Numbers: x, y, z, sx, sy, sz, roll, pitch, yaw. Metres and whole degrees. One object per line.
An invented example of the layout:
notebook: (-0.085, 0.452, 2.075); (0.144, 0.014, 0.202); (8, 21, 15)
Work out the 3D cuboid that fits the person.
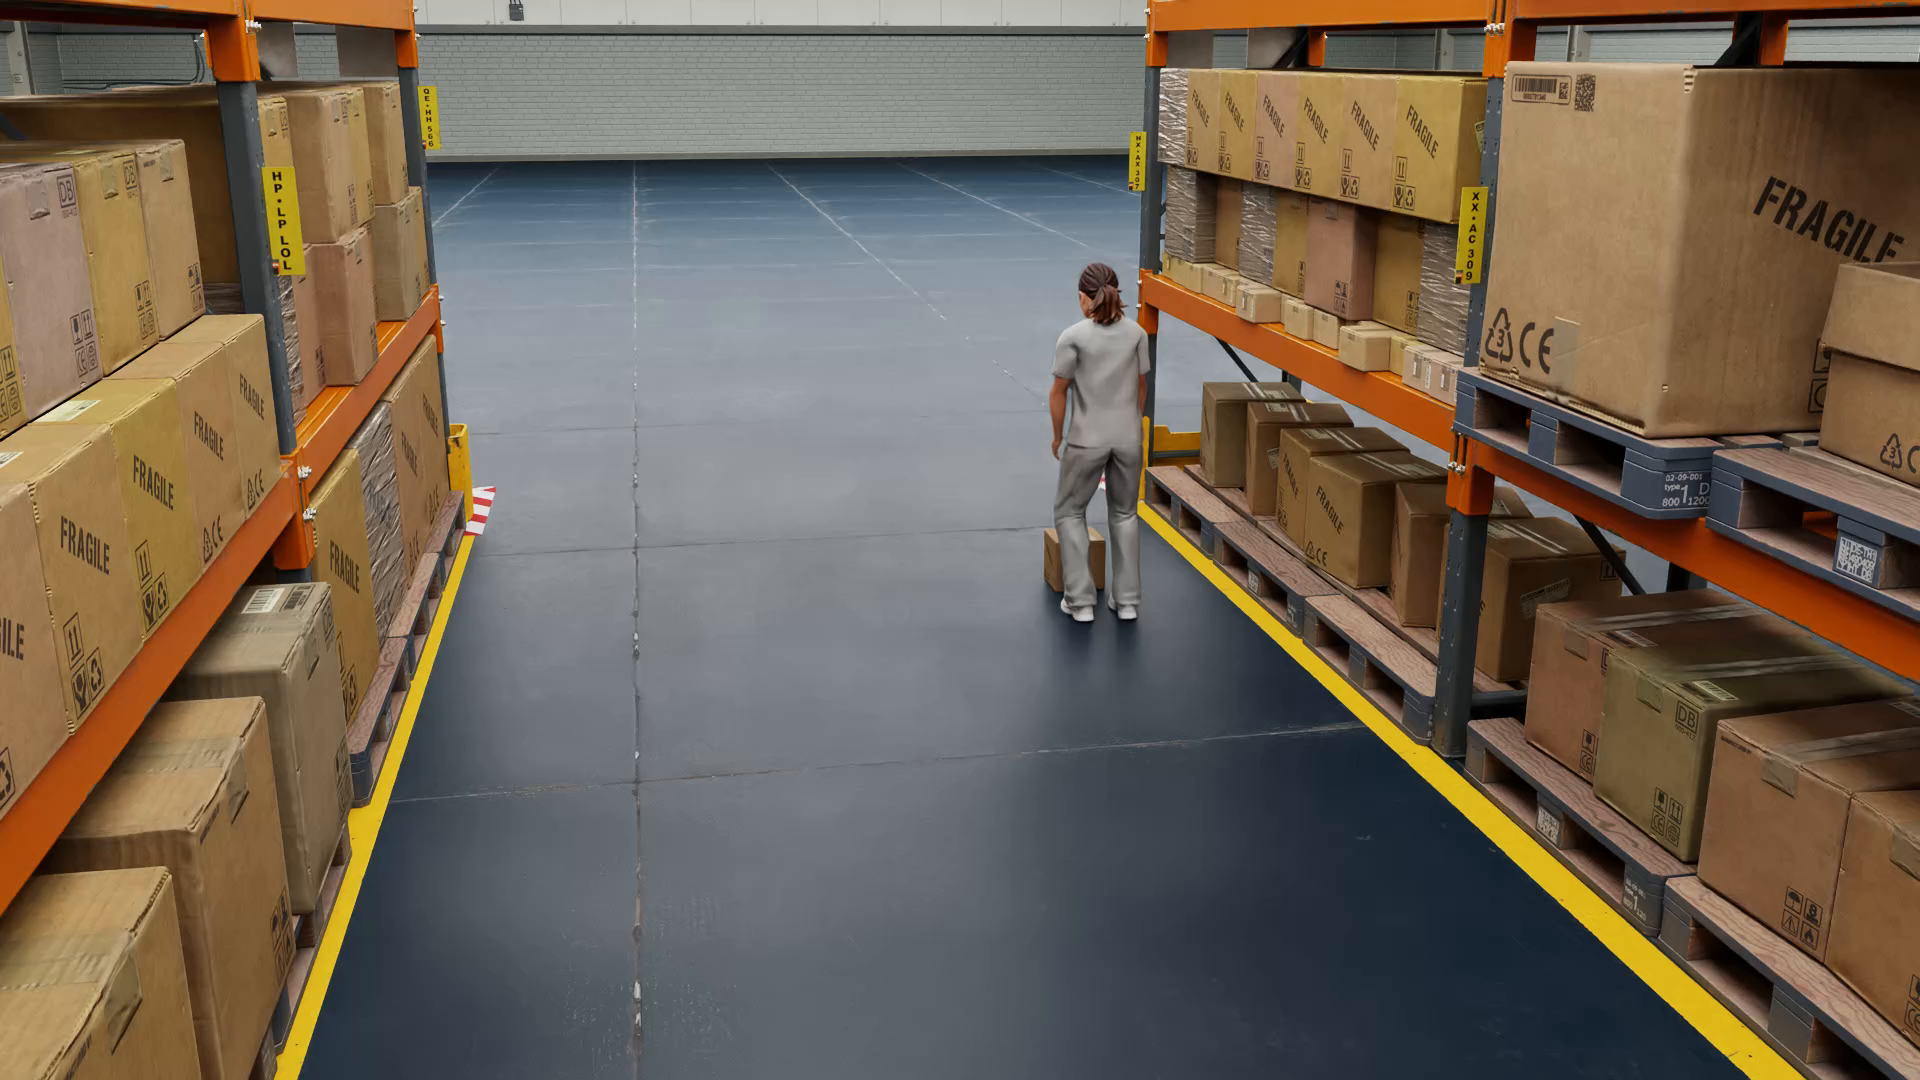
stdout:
person: (0.631, -0.436, 7.602); (0.458, 1.637, 0.370); (-3, 17, -9)
